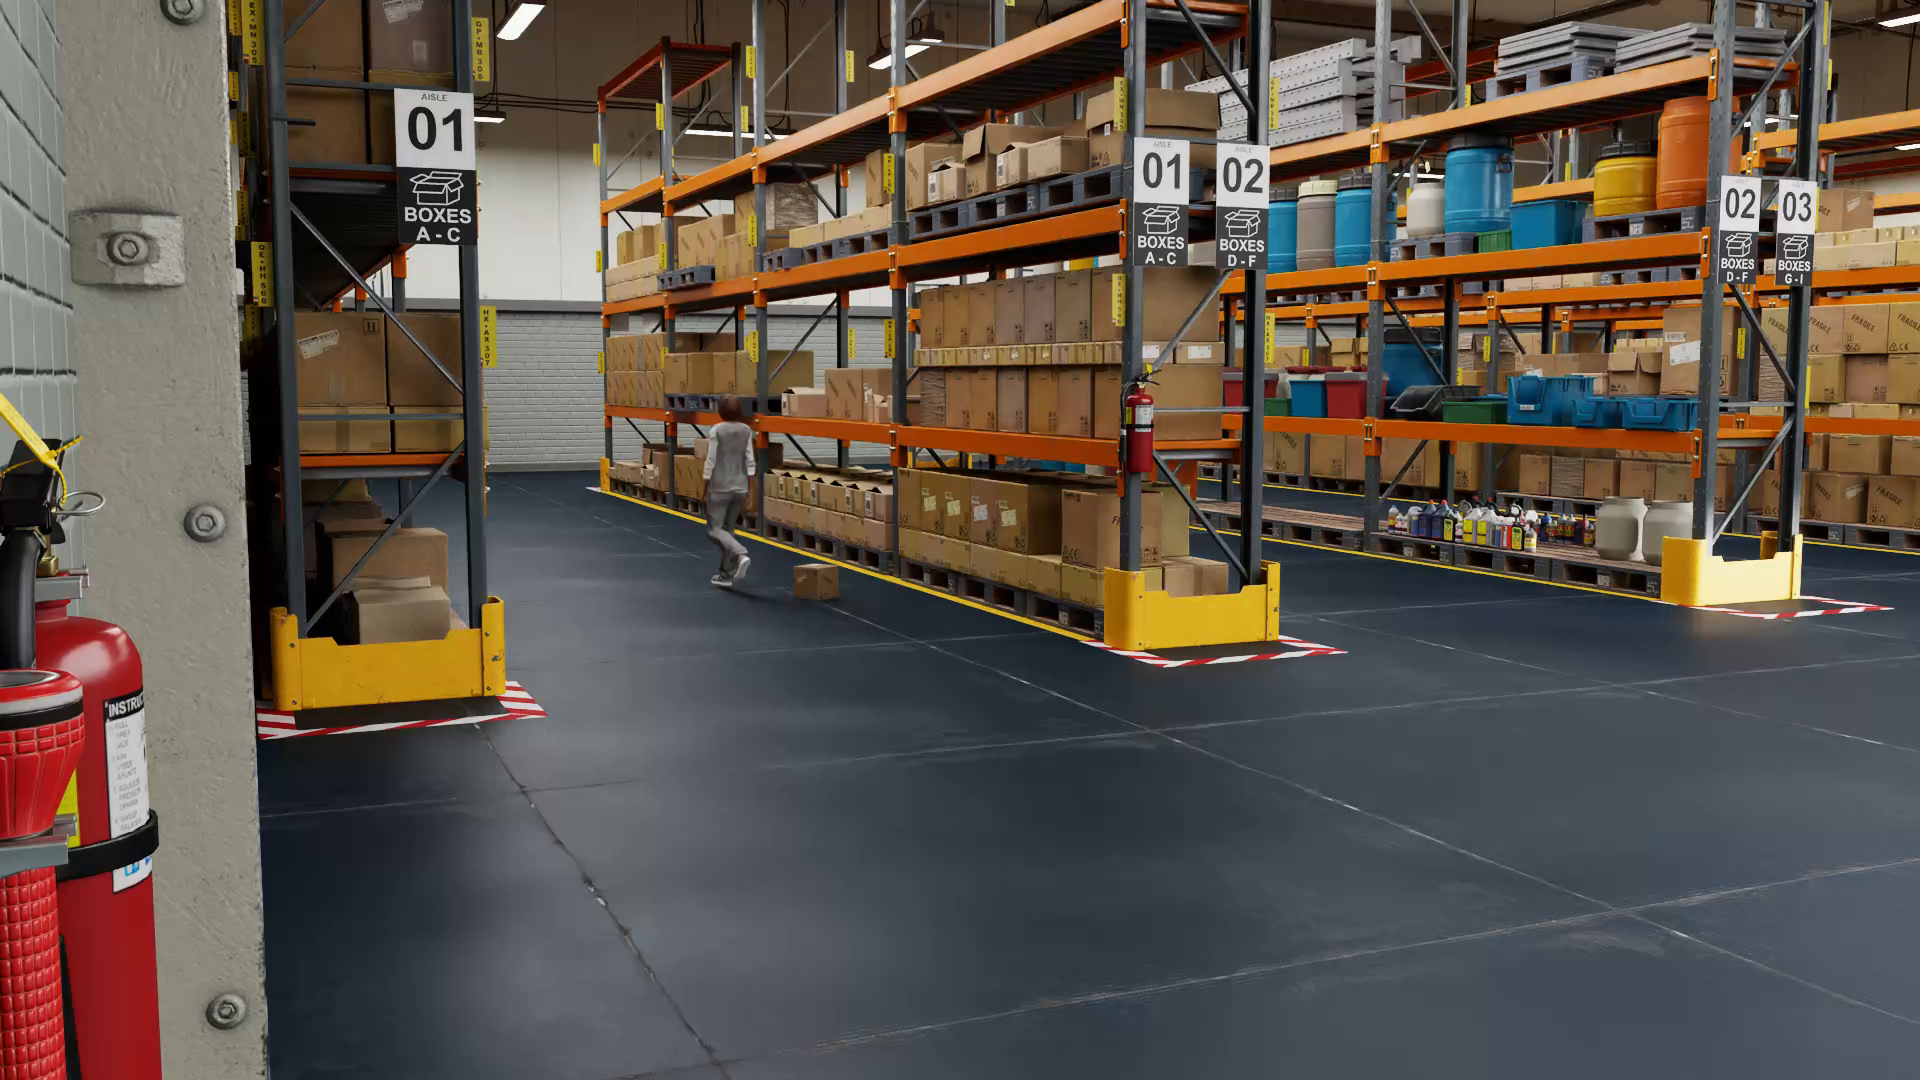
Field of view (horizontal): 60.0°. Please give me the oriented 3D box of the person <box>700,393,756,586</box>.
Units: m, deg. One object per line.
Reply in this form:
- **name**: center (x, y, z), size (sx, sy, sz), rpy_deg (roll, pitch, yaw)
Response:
- **person**: center (-1.836, -0.391, 13.301), size (0.406, 1.566, 0.745), rpy_deg (-5, 7, -40)
